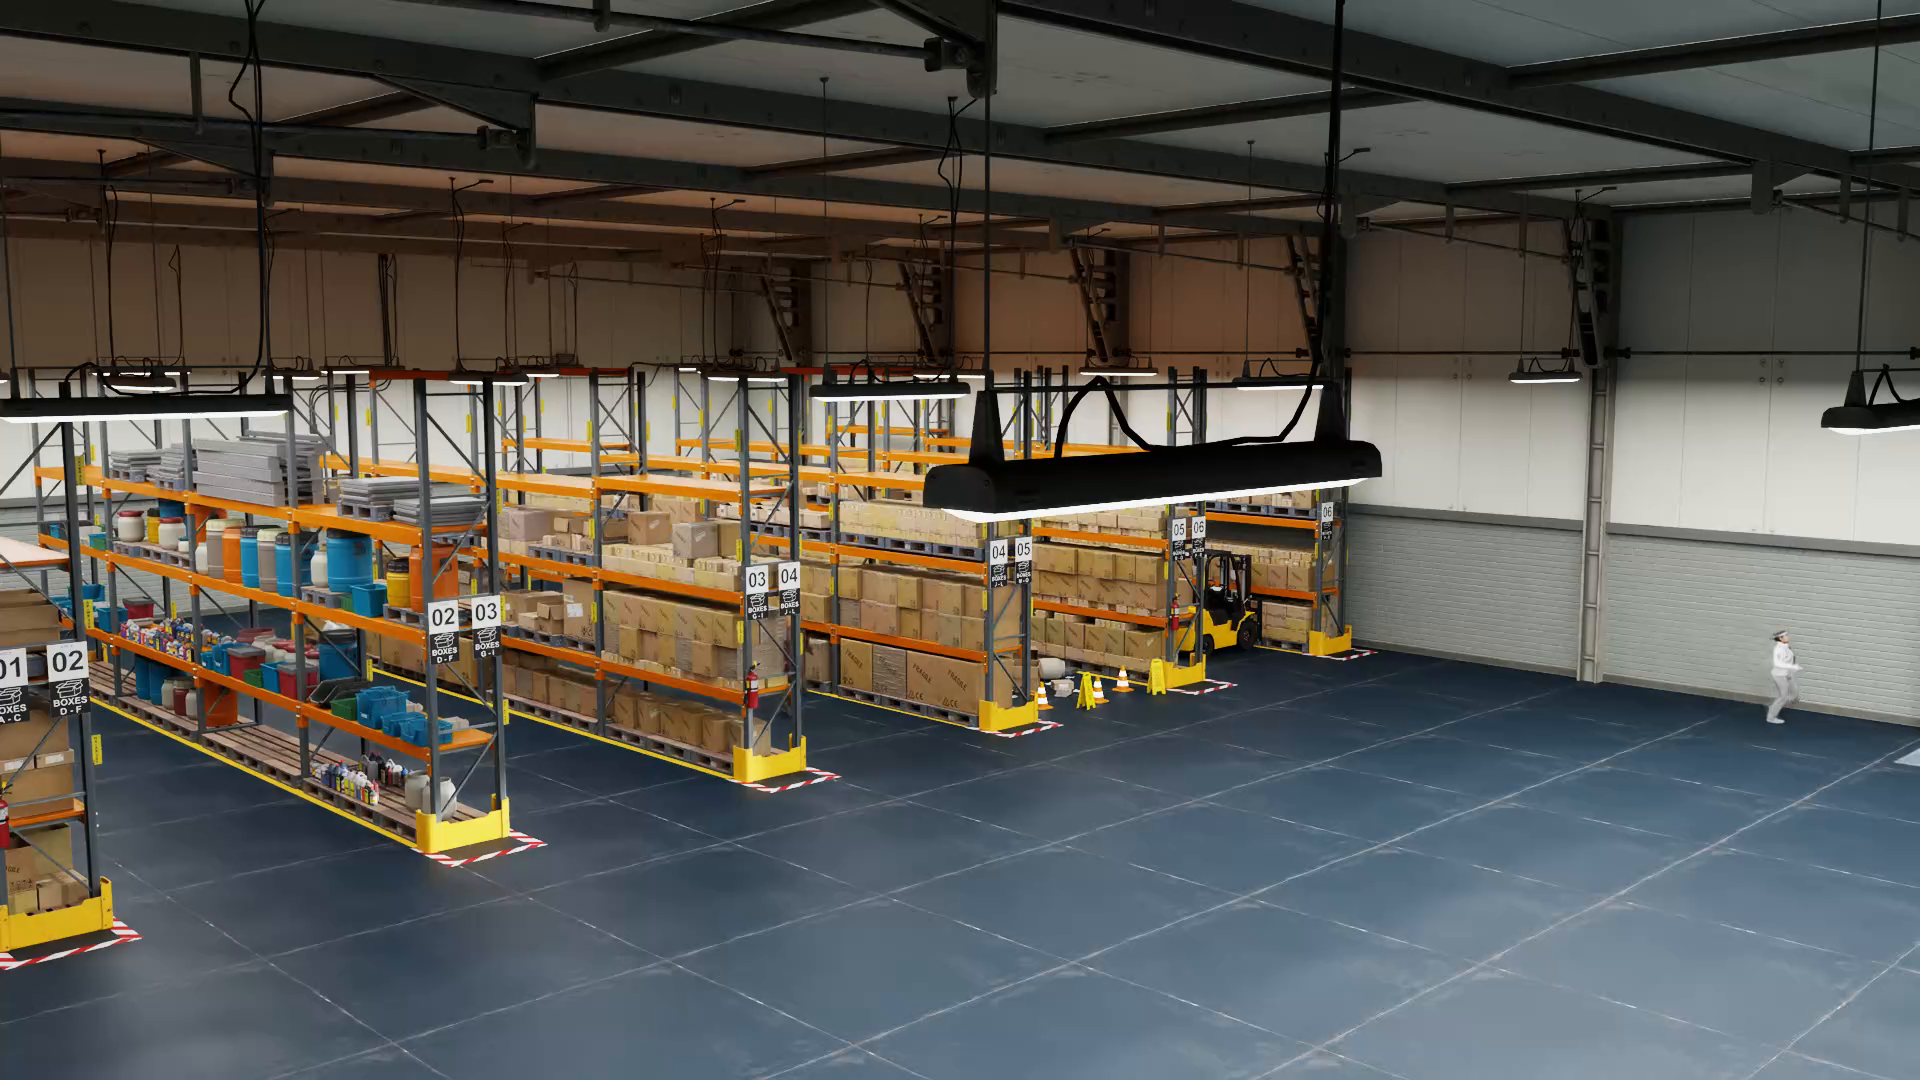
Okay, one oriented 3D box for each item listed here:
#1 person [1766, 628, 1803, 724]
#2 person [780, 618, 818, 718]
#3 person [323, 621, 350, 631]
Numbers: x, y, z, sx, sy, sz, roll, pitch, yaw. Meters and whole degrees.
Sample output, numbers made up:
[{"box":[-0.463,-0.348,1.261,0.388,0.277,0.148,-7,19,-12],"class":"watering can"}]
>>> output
[{"box":[14.056,2.310,28.293,0.554,1.650,0.602,5,8,40],"class":"person"},{"box":[-2.833,2.205,28.909,0.766,1.792,0.701,4,8,33],"class":"person"},{"box":[-11.121,2.054,29.824,0.982,1.775,0.681,4,8,31],"class":"person"}]
